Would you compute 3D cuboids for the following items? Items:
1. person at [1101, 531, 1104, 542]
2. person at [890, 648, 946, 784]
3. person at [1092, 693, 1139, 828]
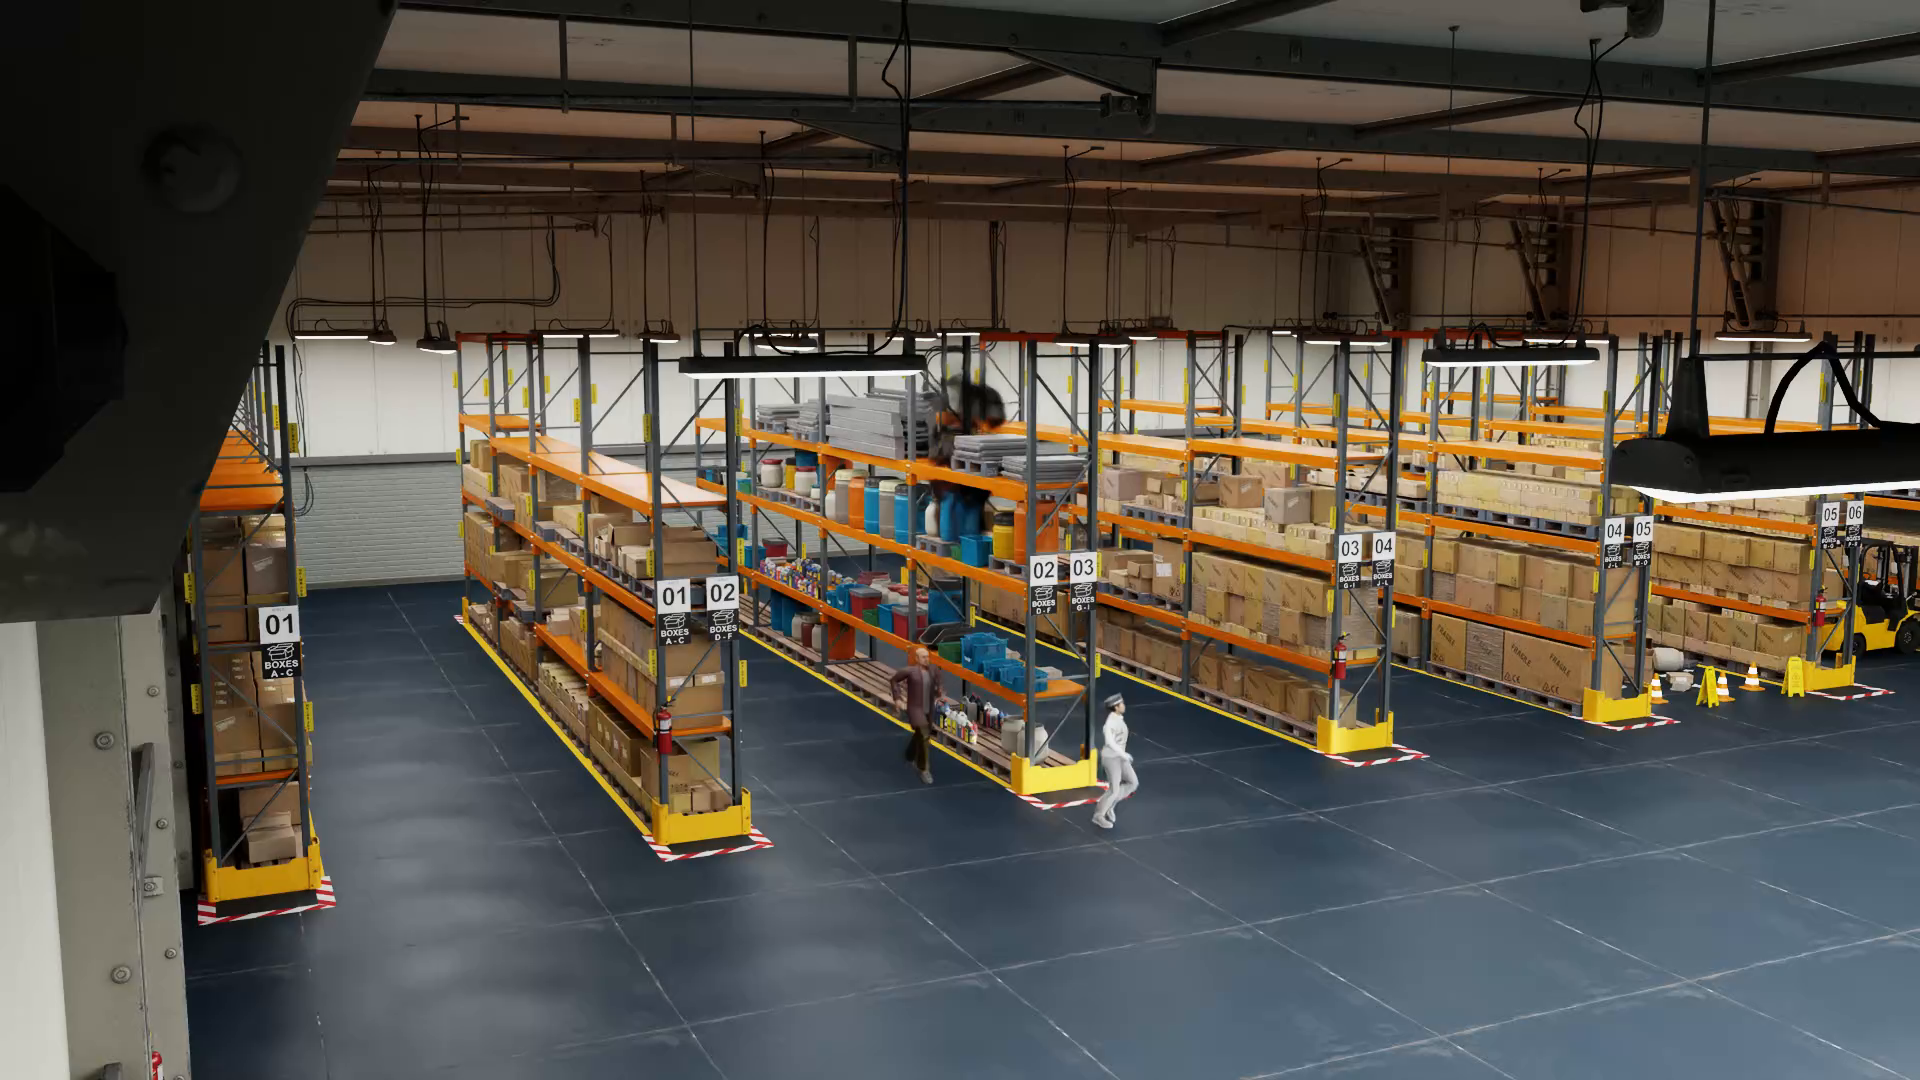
[{"bbox_3d":[3.405,-0.171,41.719,0.938,1.759,0.705,-4,9,-27],"label":"person"},{"bbox_3d":[-0.544,2.382,22.824,0.666,1.847,0.937,-6,10,-37],"label":"person"},{"bbox_3d":[1.967,2.728,20.816,0.547,1.643,0.677,2,8,16],"label":"person"}]
